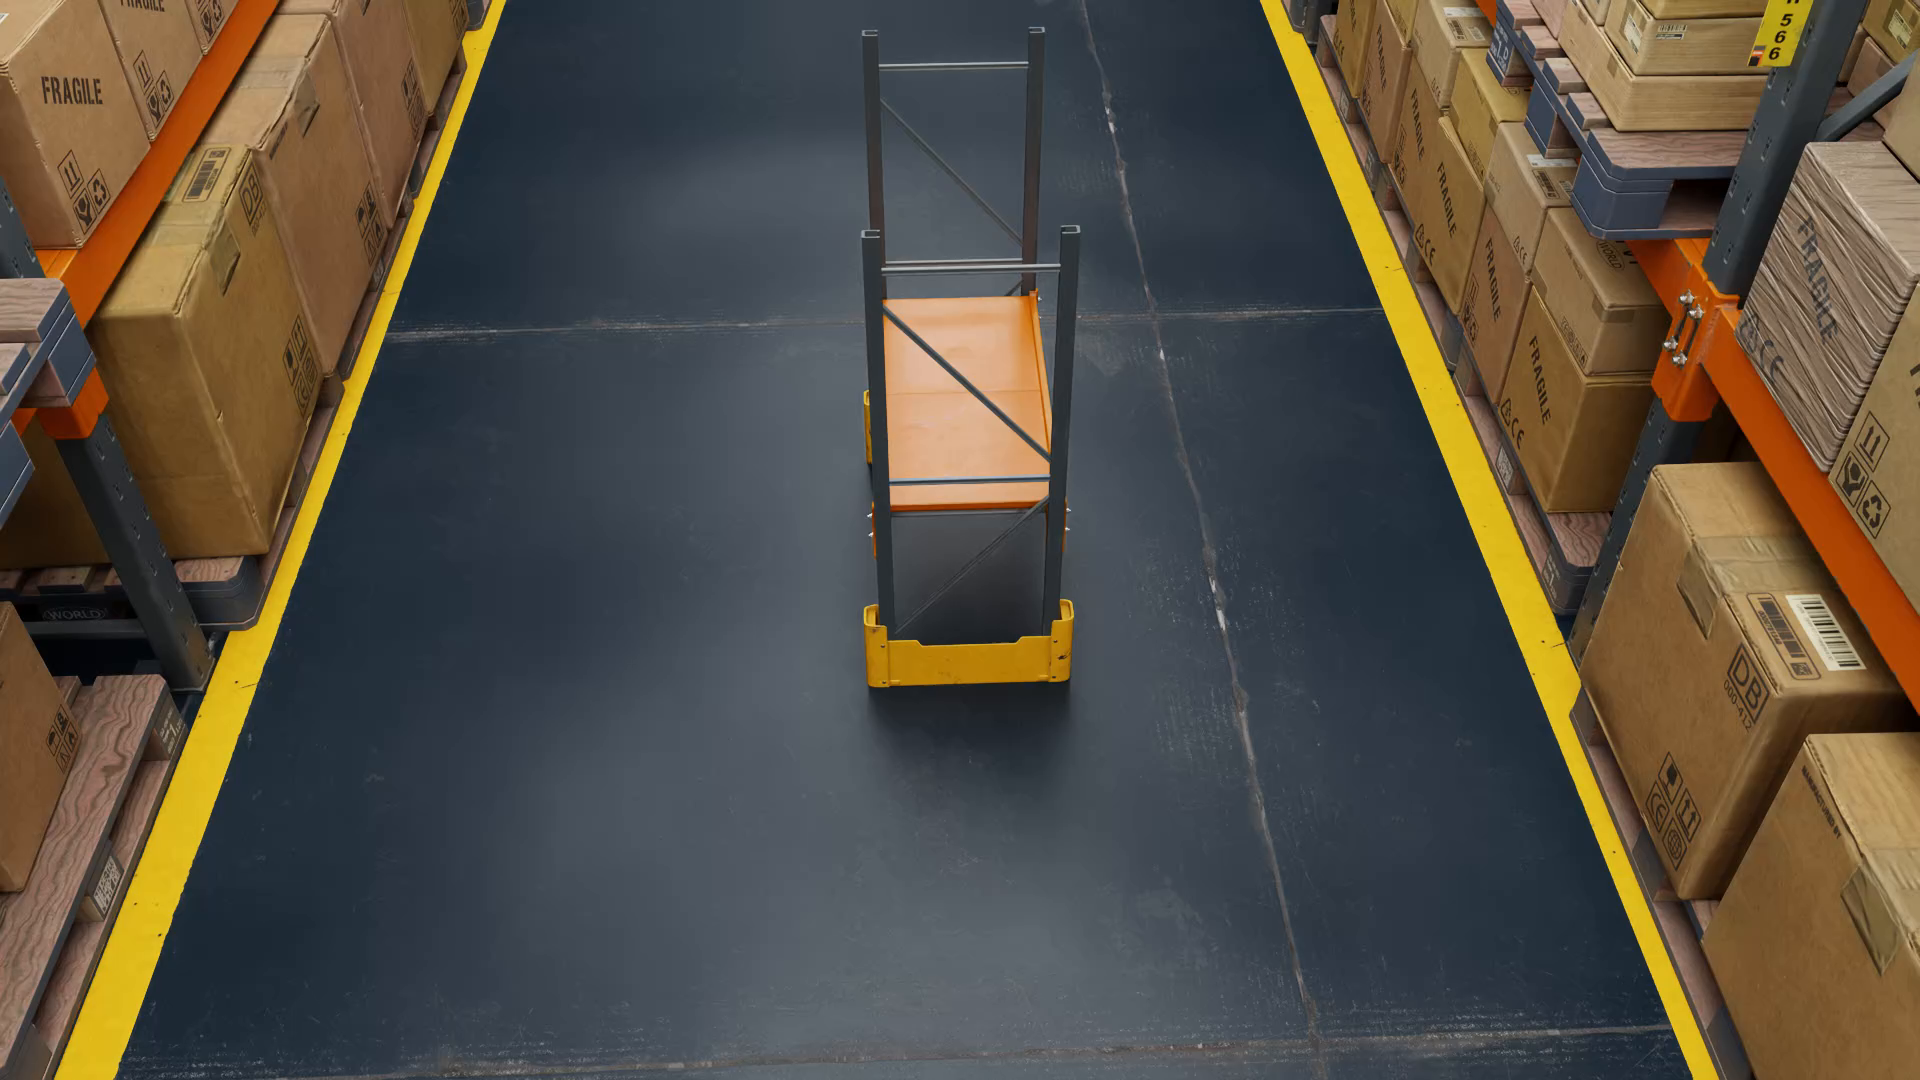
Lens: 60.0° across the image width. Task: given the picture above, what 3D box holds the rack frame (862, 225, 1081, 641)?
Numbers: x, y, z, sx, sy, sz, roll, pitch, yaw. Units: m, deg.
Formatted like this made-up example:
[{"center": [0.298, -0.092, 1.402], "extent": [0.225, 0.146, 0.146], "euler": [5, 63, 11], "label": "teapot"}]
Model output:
[{"center": [0.025, -0.152, 4.306], "extent": [0.500, 1.500, 0.032], "euler": [-2, 43, -2], "label": "rack frame"}]

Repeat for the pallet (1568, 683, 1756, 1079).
[{"center": [2.248, 0.795, 4.226], "extent": [1.003, 0.211, 1.213], "euler": [-2, 43, -2], "label": "pallet"}]

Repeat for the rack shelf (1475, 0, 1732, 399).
[{"center": [2.205, -1.852, 5.583], "extent": [1.077, 0.370, 4.000], "euler": [-2, 43, -2], "label": "rack shelf"}]

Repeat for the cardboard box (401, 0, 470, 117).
[{"center": [-2.793, -2.334, 6.838], "extent": [1.225, 0.875, 0.875], "euler": [-2, 43, -2], "label": "cardboard box"}]

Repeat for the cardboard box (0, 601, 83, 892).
[{"center": [-2.622, 0.518, 3.990], "extent": [0.700, 0.500, 0.500], "euler": [-4, 43, -4], "label": "cardboard box"}]

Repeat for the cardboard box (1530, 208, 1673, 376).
[{"center": [1.999, -0.731, 4.812], "extent": [0.500, 0.250, 0.500], "euler": [-3, 43, -3], "label": "cardboard box"}]

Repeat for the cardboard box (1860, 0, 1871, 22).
[{"center": [2.456, -1.454, 4.272], "extent": [0.380, 0.149, 0.250], "euler": [0, 43, 0], "label": "cardboard box"}]

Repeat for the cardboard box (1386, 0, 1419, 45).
[{"center": [1.912, -2.112, 6.318], "extent": [0.500, 0.250, 0.500], "euler": [-1, 43, -1], "label": "cardboard box"}]

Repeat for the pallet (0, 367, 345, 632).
[{"center": [-2.628, -0.200, 5.312], "extent": [1.003, 0.211, 1.213], "euler": [-2, 43, -2], "label": "pallet"}]

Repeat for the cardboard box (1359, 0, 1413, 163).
[{"center": [1.910, -1.837, 6.574], "extent": [0.500, 0.500, 0.500], "euler": [0, 43, 0], "label": "cardboard box"}]

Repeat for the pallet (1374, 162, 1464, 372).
[{"center": [2.209, -1.089, 6.281], "extent": [1.003, 0.211, 1.213], "euler": [-2, 43, -2], "label": "pallet"}]

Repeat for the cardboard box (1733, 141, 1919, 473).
[{"center": [2.039, -0.493, 3.494], "extent": [0.500, 0.500, 0.500], "euler": [-1, 43, -1], "label": "cardboard box"}]

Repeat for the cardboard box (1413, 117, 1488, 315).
[{"center": [1.943, -1.145, 5.818], "extent": [0.500, 0.500, 0.500], "euler": [-3, 43, -4], "label": "cardboard box"}]

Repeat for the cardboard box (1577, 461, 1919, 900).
[{"center": [2.226, 0.321, 4.034], "extent": [1.050, 0.750, 0.750], "euler": [-2, 43, -2], "label": "cardboard box"}]

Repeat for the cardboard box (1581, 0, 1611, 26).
[{"center": [1.801, -1.440, 4.256], "extent": [0.380, 0.149, 0.250], "euler": [0, 43, 0], "label": "cardboard box"}]

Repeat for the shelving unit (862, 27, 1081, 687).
[{"center": [0.003, -0.501, 4.687], "extent": [0.587, 1.500, 1.083], "euler": [-2, 43, -2], "label": "shelving unit"}]

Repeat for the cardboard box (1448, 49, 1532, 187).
[{"center": [1.960, -1.415, 5.559], "extent": [0.500, 0.250, 0.500], "euler": [-1, 43, -1], "label": "cardboard box"}]

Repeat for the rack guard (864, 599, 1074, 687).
[{"center": [0.024, 0.296, 4.743], "extent": [0.587, 0.250, 0.087], "euler": [-2, 43, -2], "label": "rack guard"}]

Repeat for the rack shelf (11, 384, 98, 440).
[{"center": [-2.585, 0.922, 2.556], "extent": [1.077, 0.370, 4.000], "euler": [-2, 43, -2], "label": "rack shelf"}]

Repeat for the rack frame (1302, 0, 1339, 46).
[{"center": [2.120, -3.468, 6.813], "extent": [1.000, 3.000, 0.127], "euler": [-2, 43, -2], "label": "rack frame"}]

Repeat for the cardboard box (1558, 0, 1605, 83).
[{"center": [1.801, -1.317, 4.342], "extent": [0.380, 0.149, 0.250], "euler": [-2, 43, -2], "label": "cardboard box"}]

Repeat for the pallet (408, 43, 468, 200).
[{"center": [-2.732, -1.847, 7.109], "extent": [1.003, 0.211, 1.213], "euler": [-2, 43, -2], "label": "pallet"}]

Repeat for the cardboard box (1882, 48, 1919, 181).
[{"center": [2.299, -0.869, 3.165], "extent": [0.700, 0.500, 0.500], "euler": [-2, 43, -2], "label": "cardboard box"}]

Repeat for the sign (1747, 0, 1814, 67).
[{"center": [1.748, -1.143, 3.479], "extent": [0.100, 0.325, 0.005], "euler": [-2, 43, -2], "label": "sign"}]

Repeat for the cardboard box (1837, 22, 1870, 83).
[{"center": [2.461, -1.319, 4.344], "extent": [0.380, 0.149, 0.250], "euler": [0, 43, 0], "label": "cardboard box"}]

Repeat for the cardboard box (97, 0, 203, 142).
[{"center": [-2.443, -1.414, 4.499], "extent": [0.500, 0.500, 0.500], "euler": [-3, 43, -3], "label": "cardboard box"}]

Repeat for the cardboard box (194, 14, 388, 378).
[{"center": [-2.709, -1.133, 5.528], "extent": [1.225, 0.875, 0.875], "euler": [-2, 43, -2], "label": "cardboard box"}]

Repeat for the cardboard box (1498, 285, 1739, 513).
[{"center": [2.000, -0.437, 5.046], "extent": [0.500, 0.500, 0.500], "euler": [-2, 43, -2], "label": "cardboard box"}]

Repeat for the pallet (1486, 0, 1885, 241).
[{"center": [2.153, -1.175, 4.454], "extent": [1.213, 0.211, 1.003], "euler": [-2, 43, -2], "label": "pallet"}]

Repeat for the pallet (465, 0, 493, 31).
[{"center": [-2.794, -2.881, 8.237], "extent": [1.003, 0.211, 1.213], "euler": [-2, 43, -2], "label": "pallet"}]

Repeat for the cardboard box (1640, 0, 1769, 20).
[{"center": [1.811, -1.367, 3.956], "extent": [0.380, 0.149, 0.250], "euler": [-3, 43, -3], "label": "cardboard box"}]
